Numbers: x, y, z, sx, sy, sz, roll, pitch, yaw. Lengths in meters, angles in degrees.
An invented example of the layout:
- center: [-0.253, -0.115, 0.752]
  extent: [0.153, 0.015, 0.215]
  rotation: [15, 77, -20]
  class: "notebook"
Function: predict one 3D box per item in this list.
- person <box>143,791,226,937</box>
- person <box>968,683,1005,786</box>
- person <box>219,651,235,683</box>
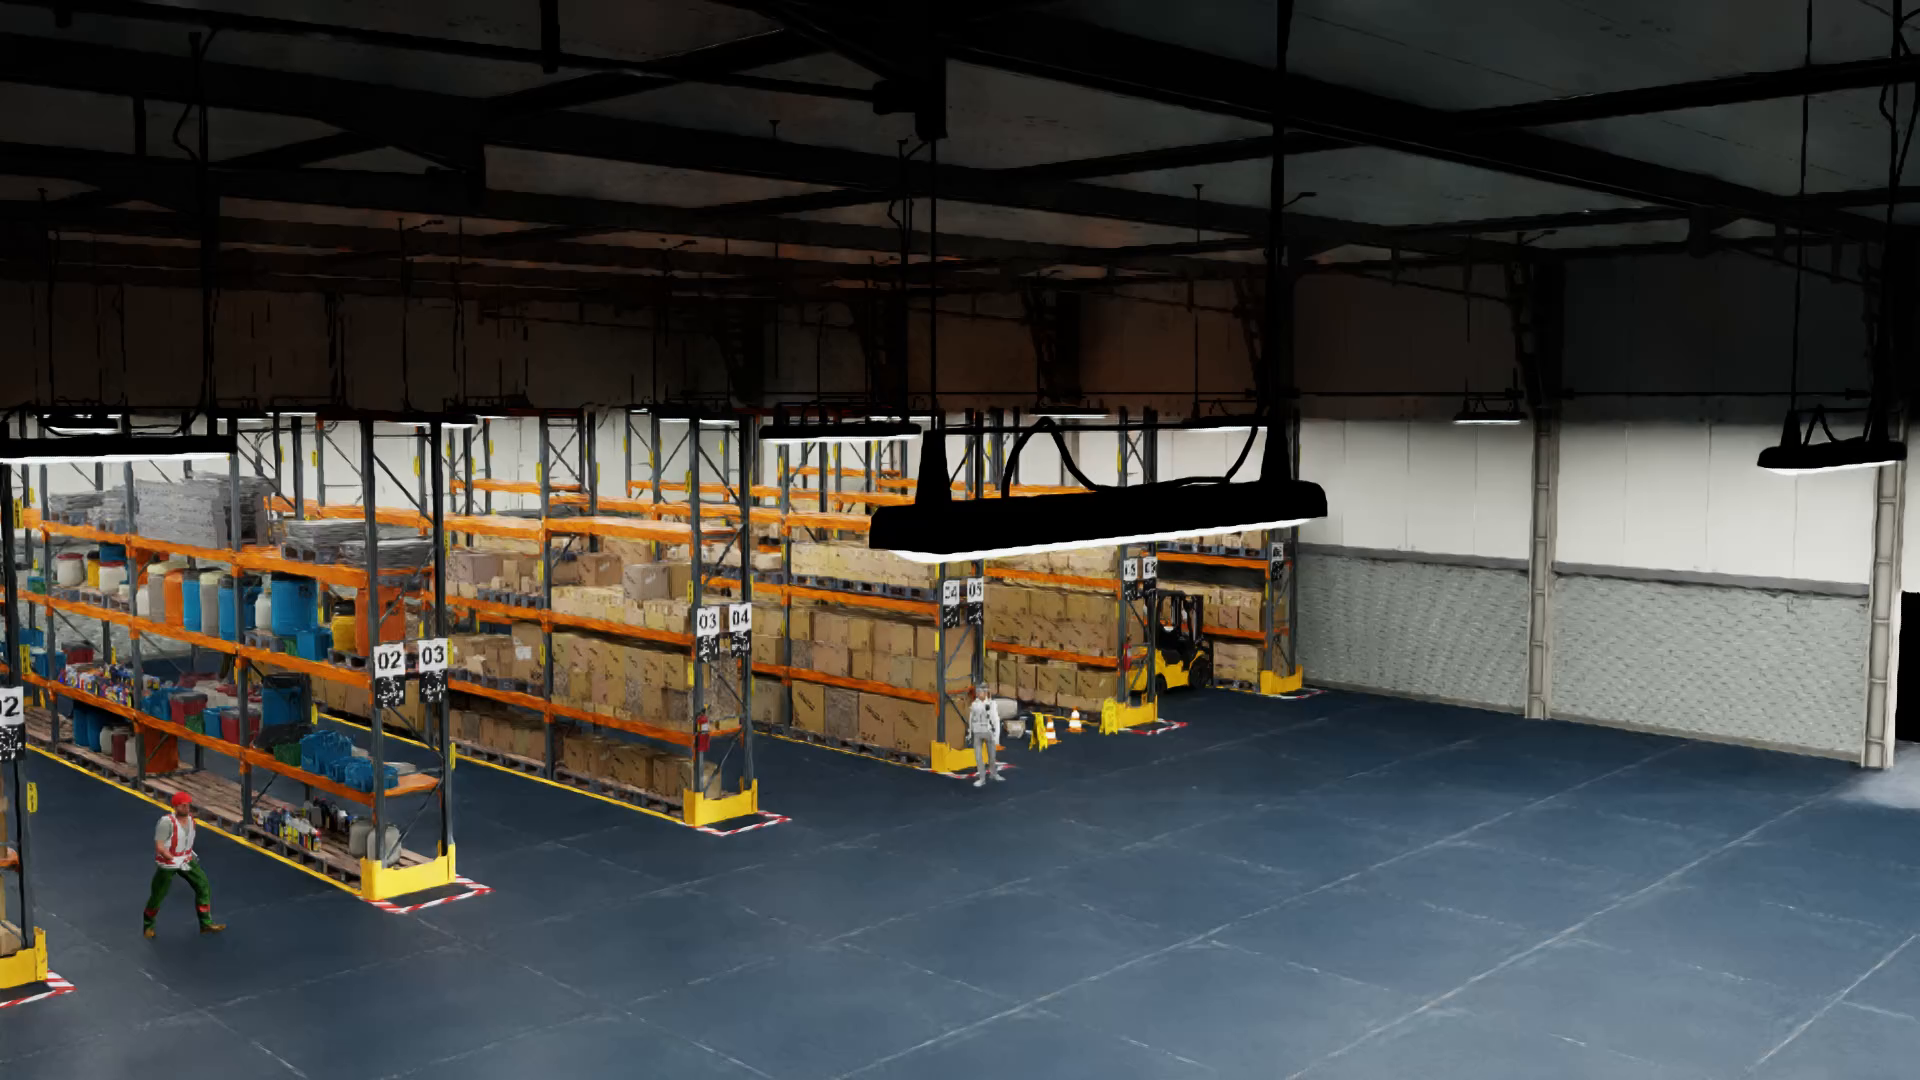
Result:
- center: [-9.108, 3.751, 19.335]
  extent: [0.841, 1.720, 0.675]
  rotation: [3, 6, 27]
  class: "person"
- center: [0.417, 3.124, 26.947]
  extent: [0.572, 1.668, 0.524]
  rotation: [1, 5, 16]
  class: "person"
- center: [-15.946, 2.203, 36.456]
  extent: [0.575, 1.770, 0.771]
  rotation: [-1, 5, -10]
  class: "person"
